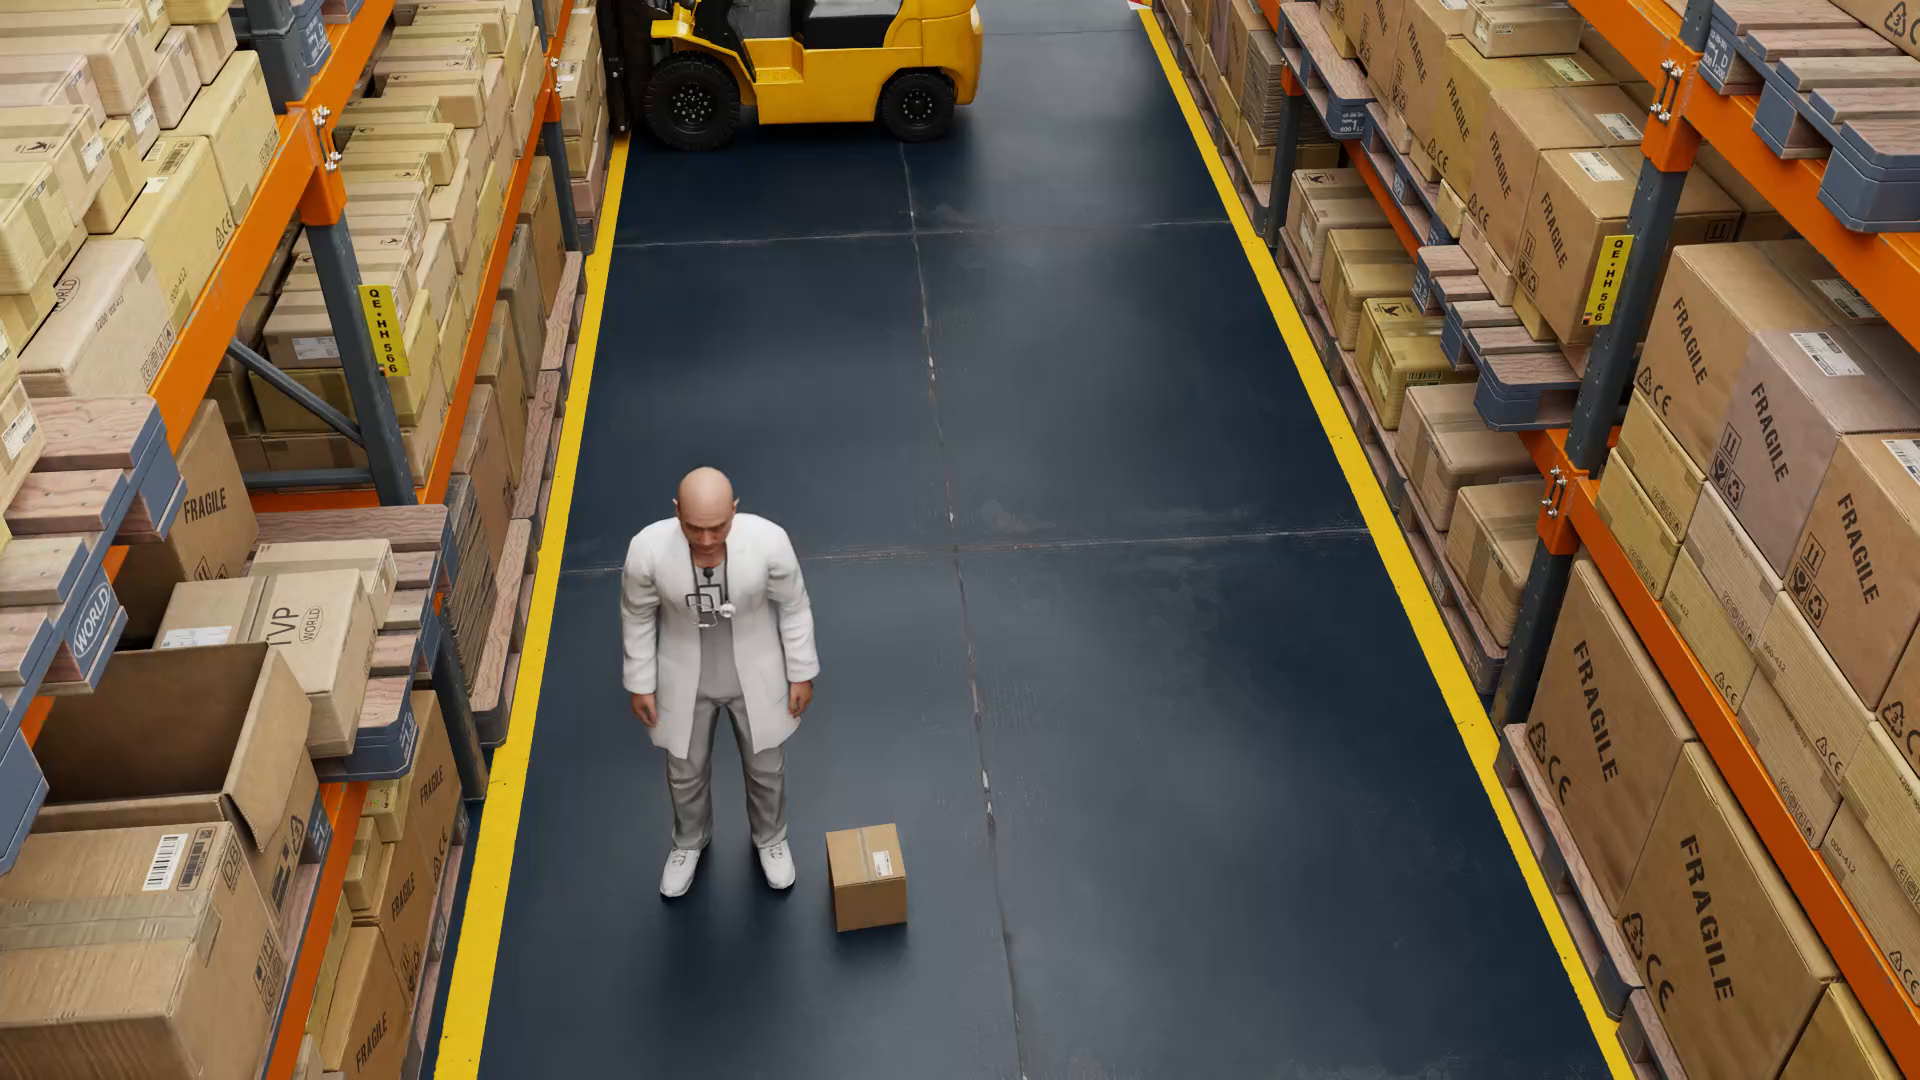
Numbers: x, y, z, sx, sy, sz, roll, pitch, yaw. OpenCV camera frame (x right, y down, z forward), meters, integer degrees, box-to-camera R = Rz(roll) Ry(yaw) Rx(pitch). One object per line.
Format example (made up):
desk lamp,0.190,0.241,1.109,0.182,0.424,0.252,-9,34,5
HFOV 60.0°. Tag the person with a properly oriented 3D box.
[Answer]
person,-0.798,0.465,5.583,0.655,1.774,0.415,-3,39,-4
